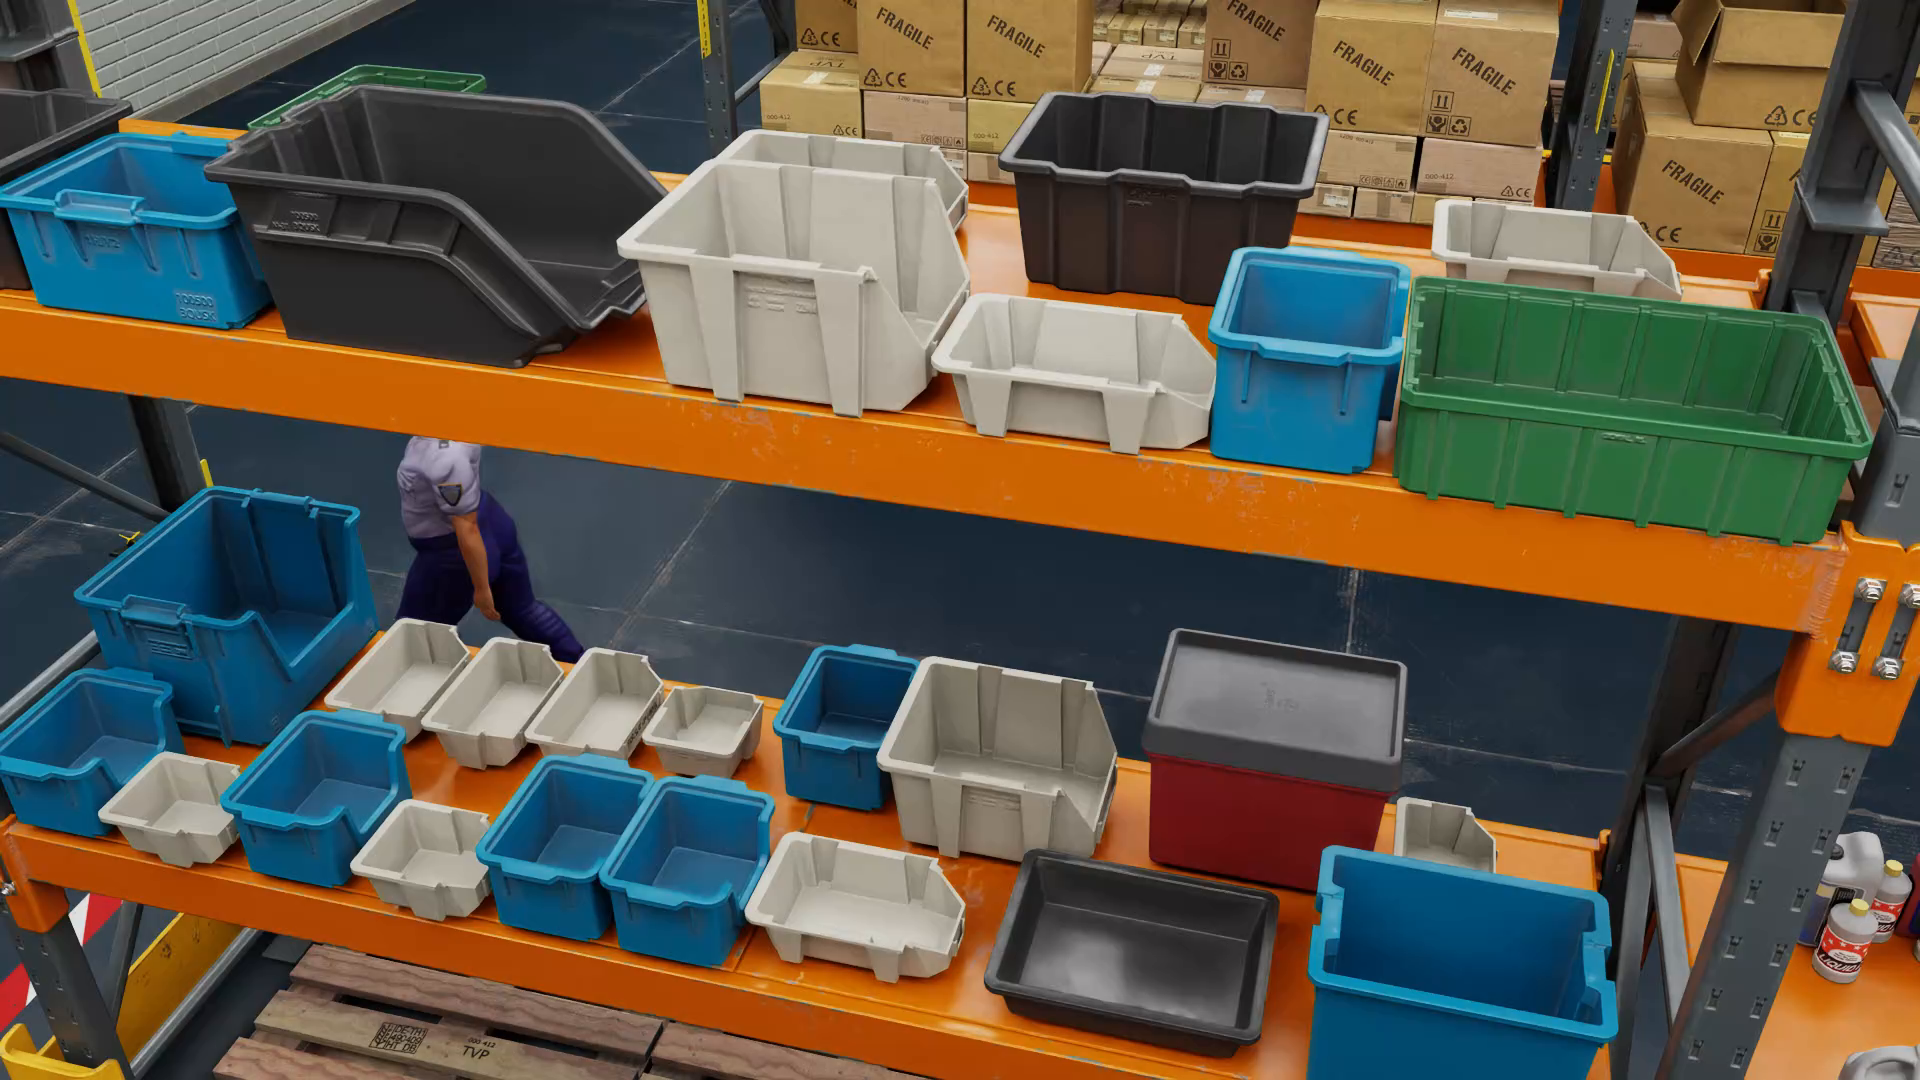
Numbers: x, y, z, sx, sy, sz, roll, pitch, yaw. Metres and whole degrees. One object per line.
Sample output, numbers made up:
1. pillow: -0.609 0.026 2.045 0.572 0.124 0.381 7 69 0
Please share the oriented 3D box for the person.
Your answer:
1. person: -1.894 0.020 6.112 1.008 1.583 0.511 1 33 1
